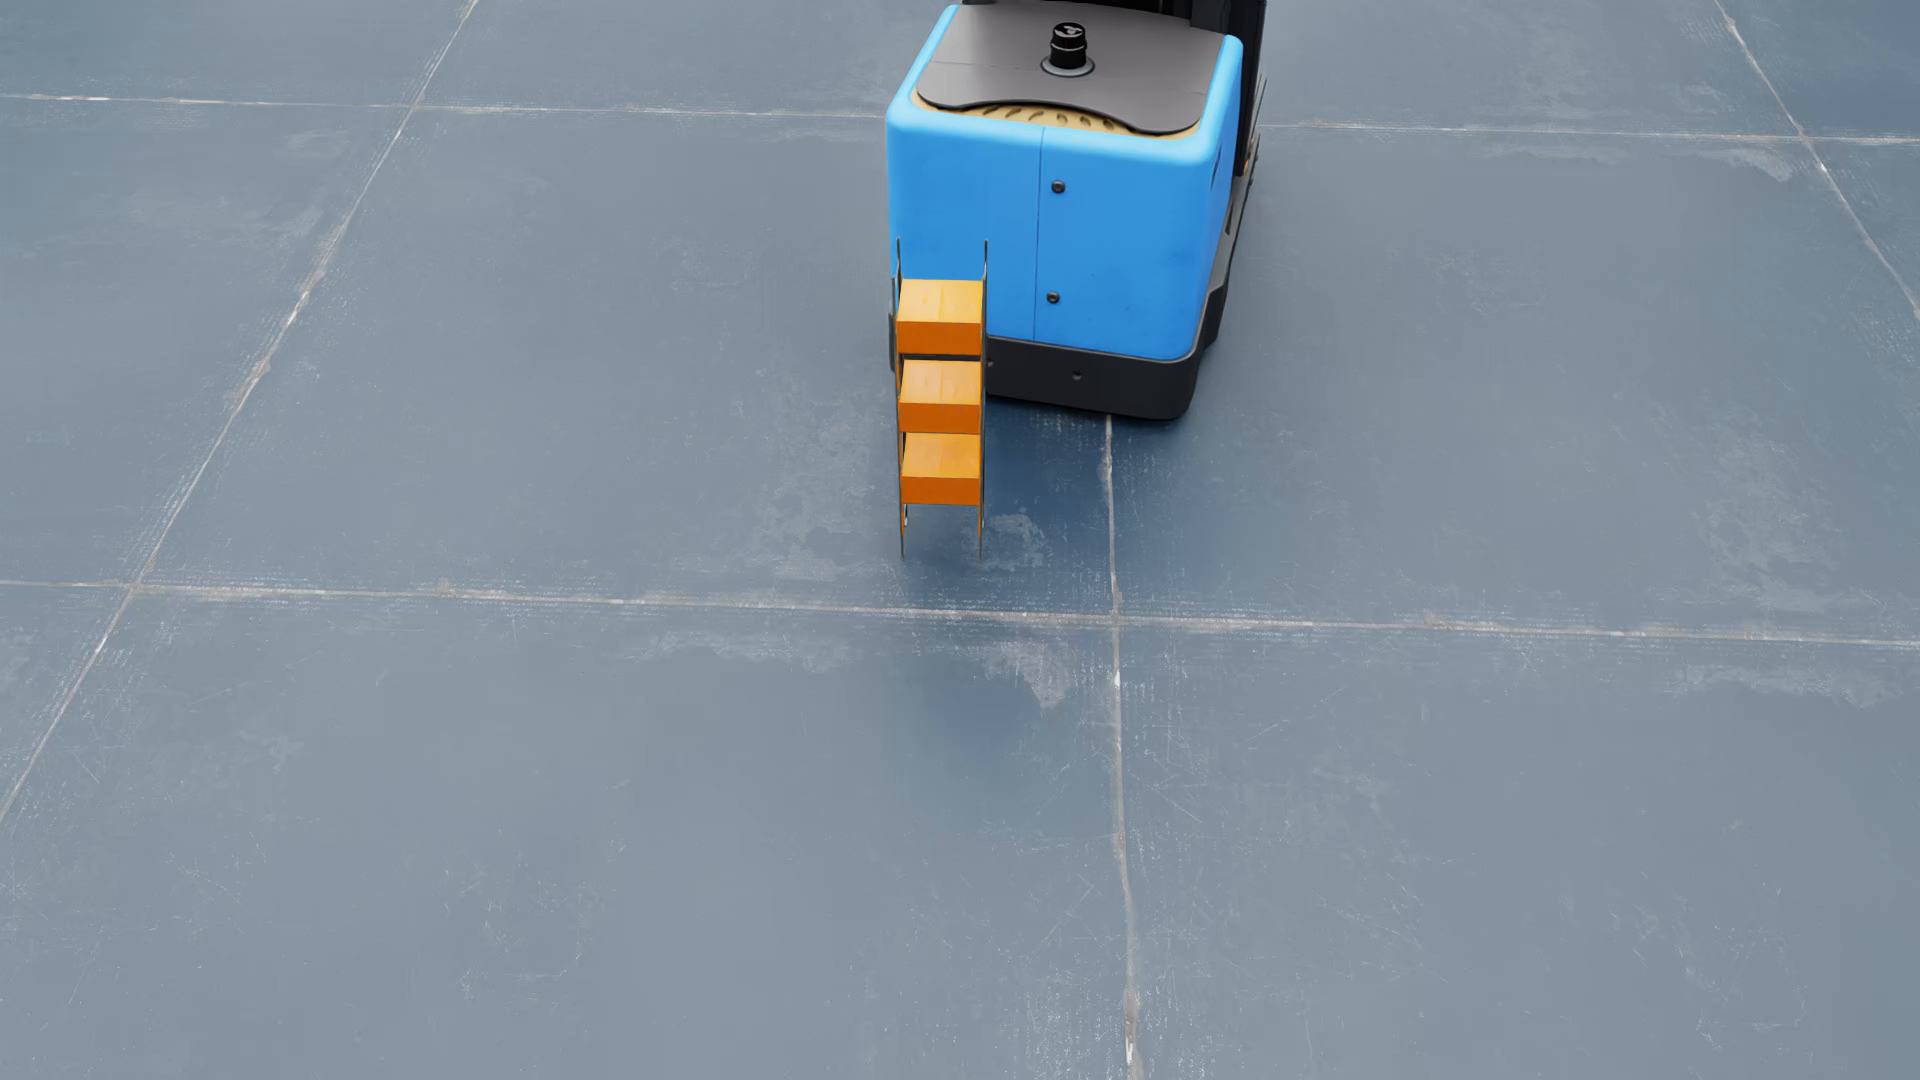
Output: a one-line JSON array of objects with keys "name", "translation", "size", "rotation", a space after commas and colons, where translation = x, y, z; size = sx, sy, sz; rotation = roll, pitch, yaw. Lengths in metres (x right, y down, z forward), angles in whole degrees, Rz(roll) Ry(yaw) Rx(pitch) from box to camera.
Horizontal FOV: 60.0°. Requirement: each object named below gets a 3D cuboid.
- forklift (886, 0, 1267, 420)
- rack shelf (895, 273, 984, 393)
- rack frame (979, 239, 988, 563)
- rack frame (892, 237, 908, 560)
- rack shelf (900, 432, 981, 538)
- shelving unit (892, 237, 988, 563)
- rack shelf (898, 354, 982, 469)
[{"name": "forklift", "translation": [0.610, -2.494, 5.777], "size": [1.130, 2.935, 3.031], "rotation": [10, 44, 10]}, {"name": "rack shelf", "translation": [-0.053, -0.586, 4.708], "size": [0.240, 0.259, 0.215], "rotation": [2, 43, 2]}, {"name": "rack frame", "translation": [0.068, -0.382, 4.890], "size": [0.008, 1.050, 0.200], "rotation": [2, 43, 2]}, {"name": "rack frame", "translation": [-0.175, -0.390, 4.898], "size": [0.008, 1.050, 0.200], "rotation": [2, 43, 2]}, {"name": "rack shelf", "translation": [-0.053, -0.175, 5.091], "size": [0.240, 0.259, 0.215], "rotation": [2, 43, 2]}, {"name": "shelving unit", "translation": [-0.053, -0.386, 4.894], "size": [0.252, 1.050, 0.215], "rotation": [2, 43, 2]}, {"name": "rack shelf", "translation": [-0.053, -0.378, 4.901], "size": [0.240, 0.259, 0.215], "rotation": [2, 43, 2]}]
